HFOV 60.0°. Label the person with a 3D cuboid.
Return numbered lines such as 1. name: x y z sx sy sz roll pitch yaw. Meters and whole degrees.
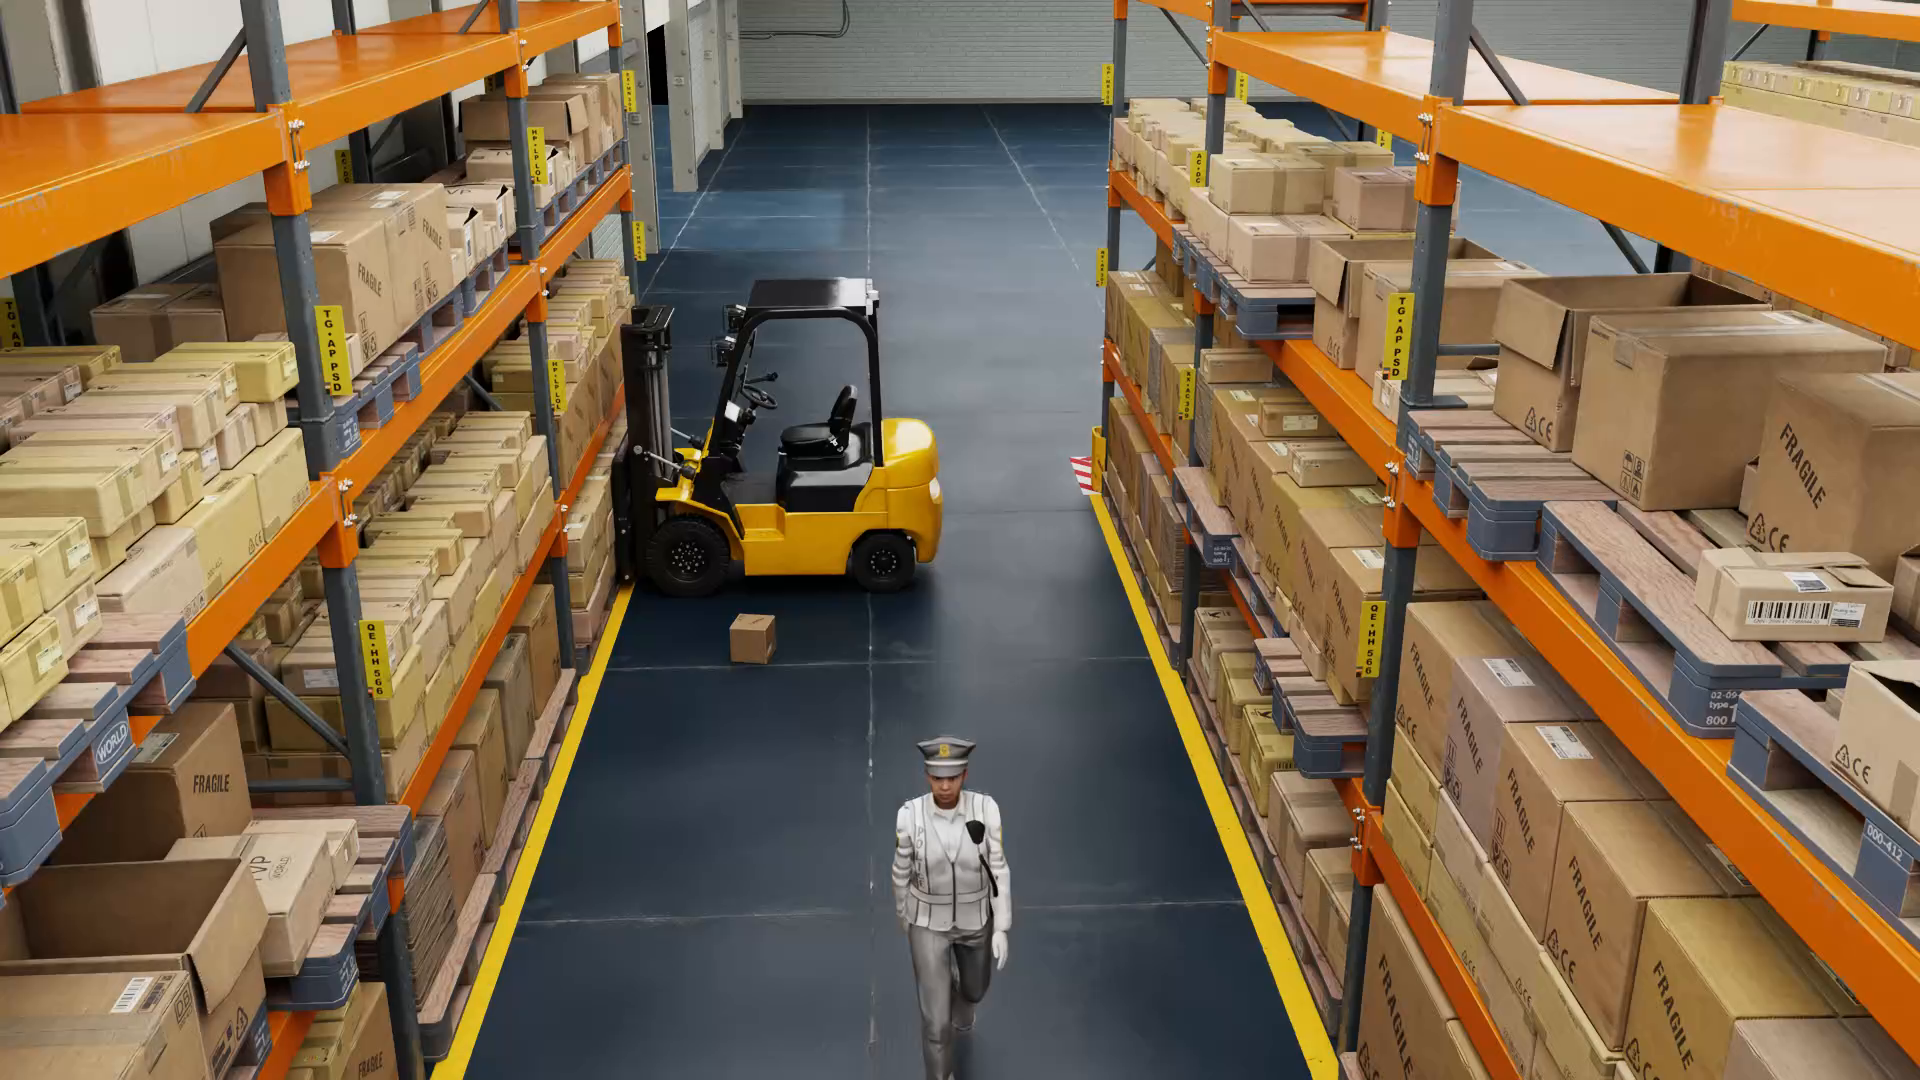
1. person: -0.037 1.541 6.892 0.475 1.648 0.913 -3 21 -9
